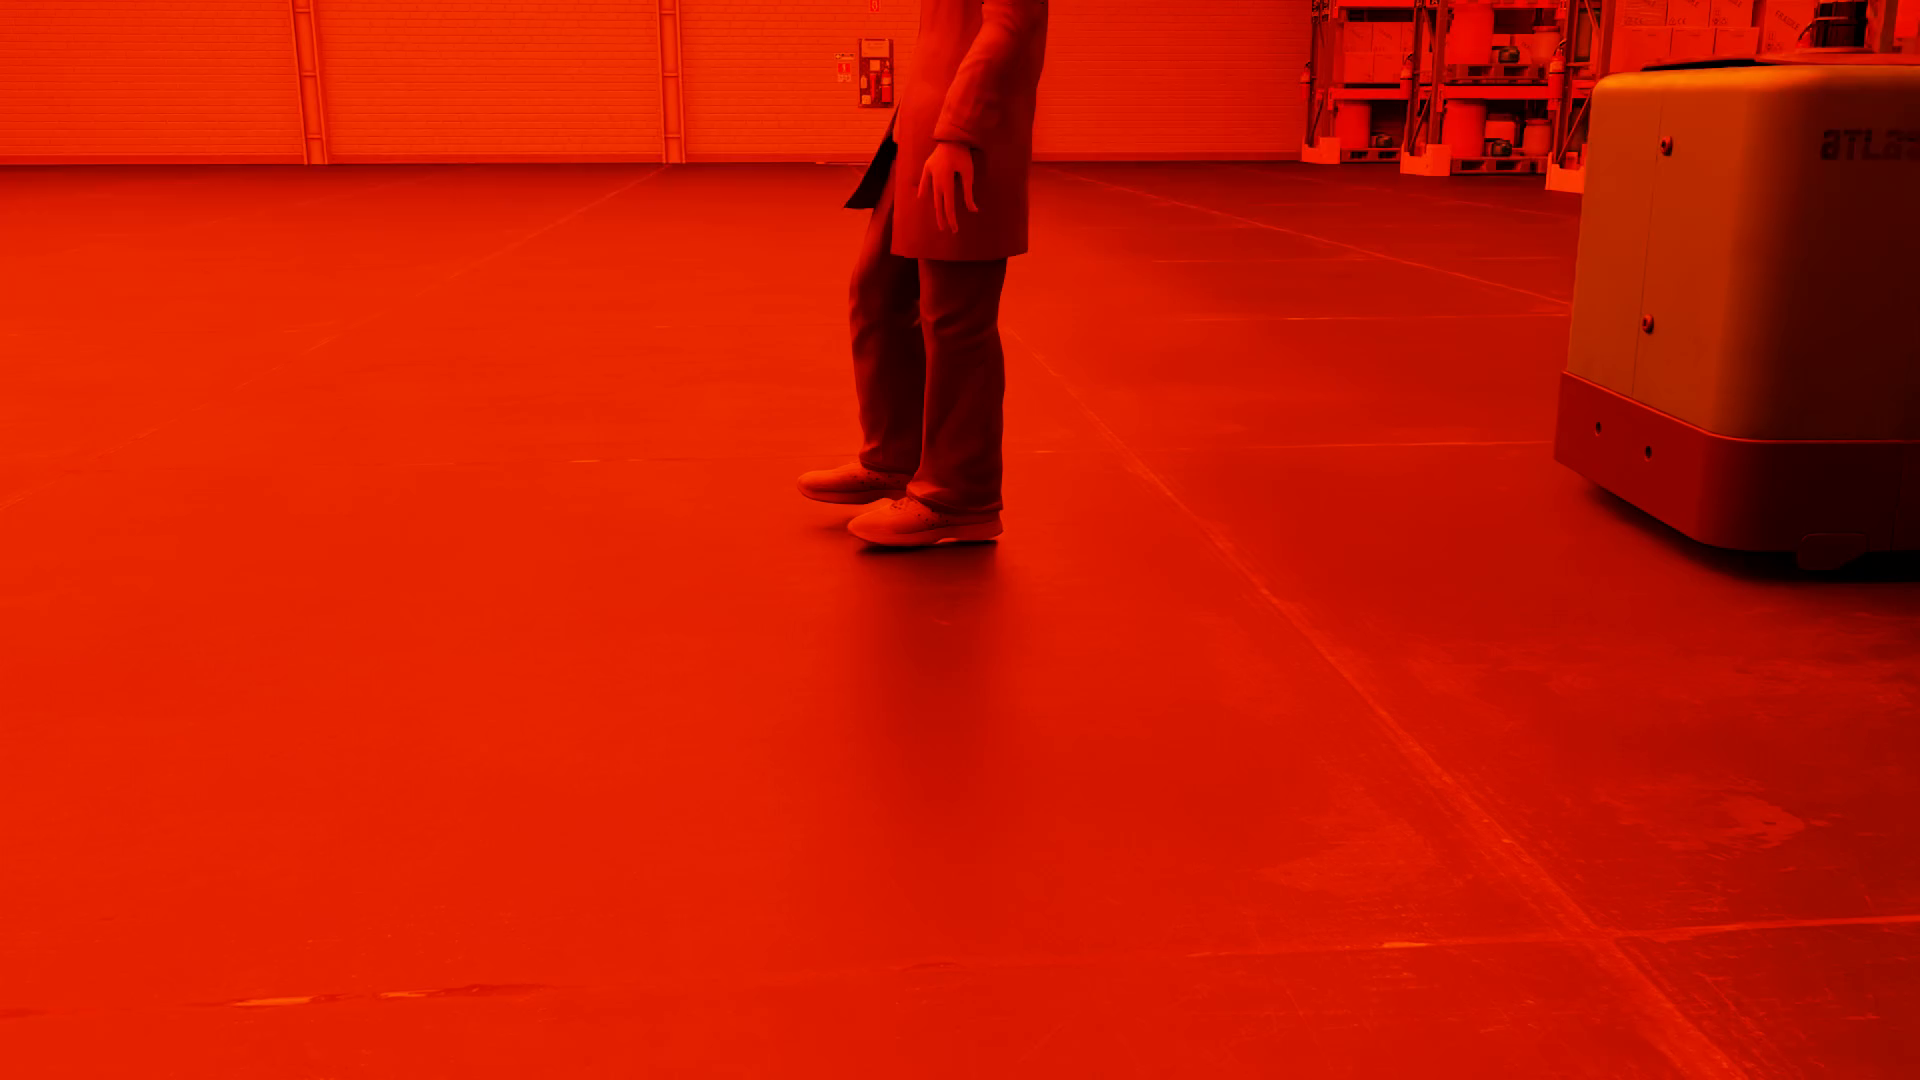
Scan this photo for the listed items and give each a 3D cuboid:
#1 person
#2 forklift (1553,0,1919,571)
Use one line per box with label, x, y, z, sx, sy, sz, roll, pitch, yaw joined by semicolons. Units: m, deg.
person;-0.092;-0.865;3.703;0.580;1.777;0.696;-1;15;-5
forklift;3.118;-1.461;3.727;3.031;2.935;1.130;0;15;-1
